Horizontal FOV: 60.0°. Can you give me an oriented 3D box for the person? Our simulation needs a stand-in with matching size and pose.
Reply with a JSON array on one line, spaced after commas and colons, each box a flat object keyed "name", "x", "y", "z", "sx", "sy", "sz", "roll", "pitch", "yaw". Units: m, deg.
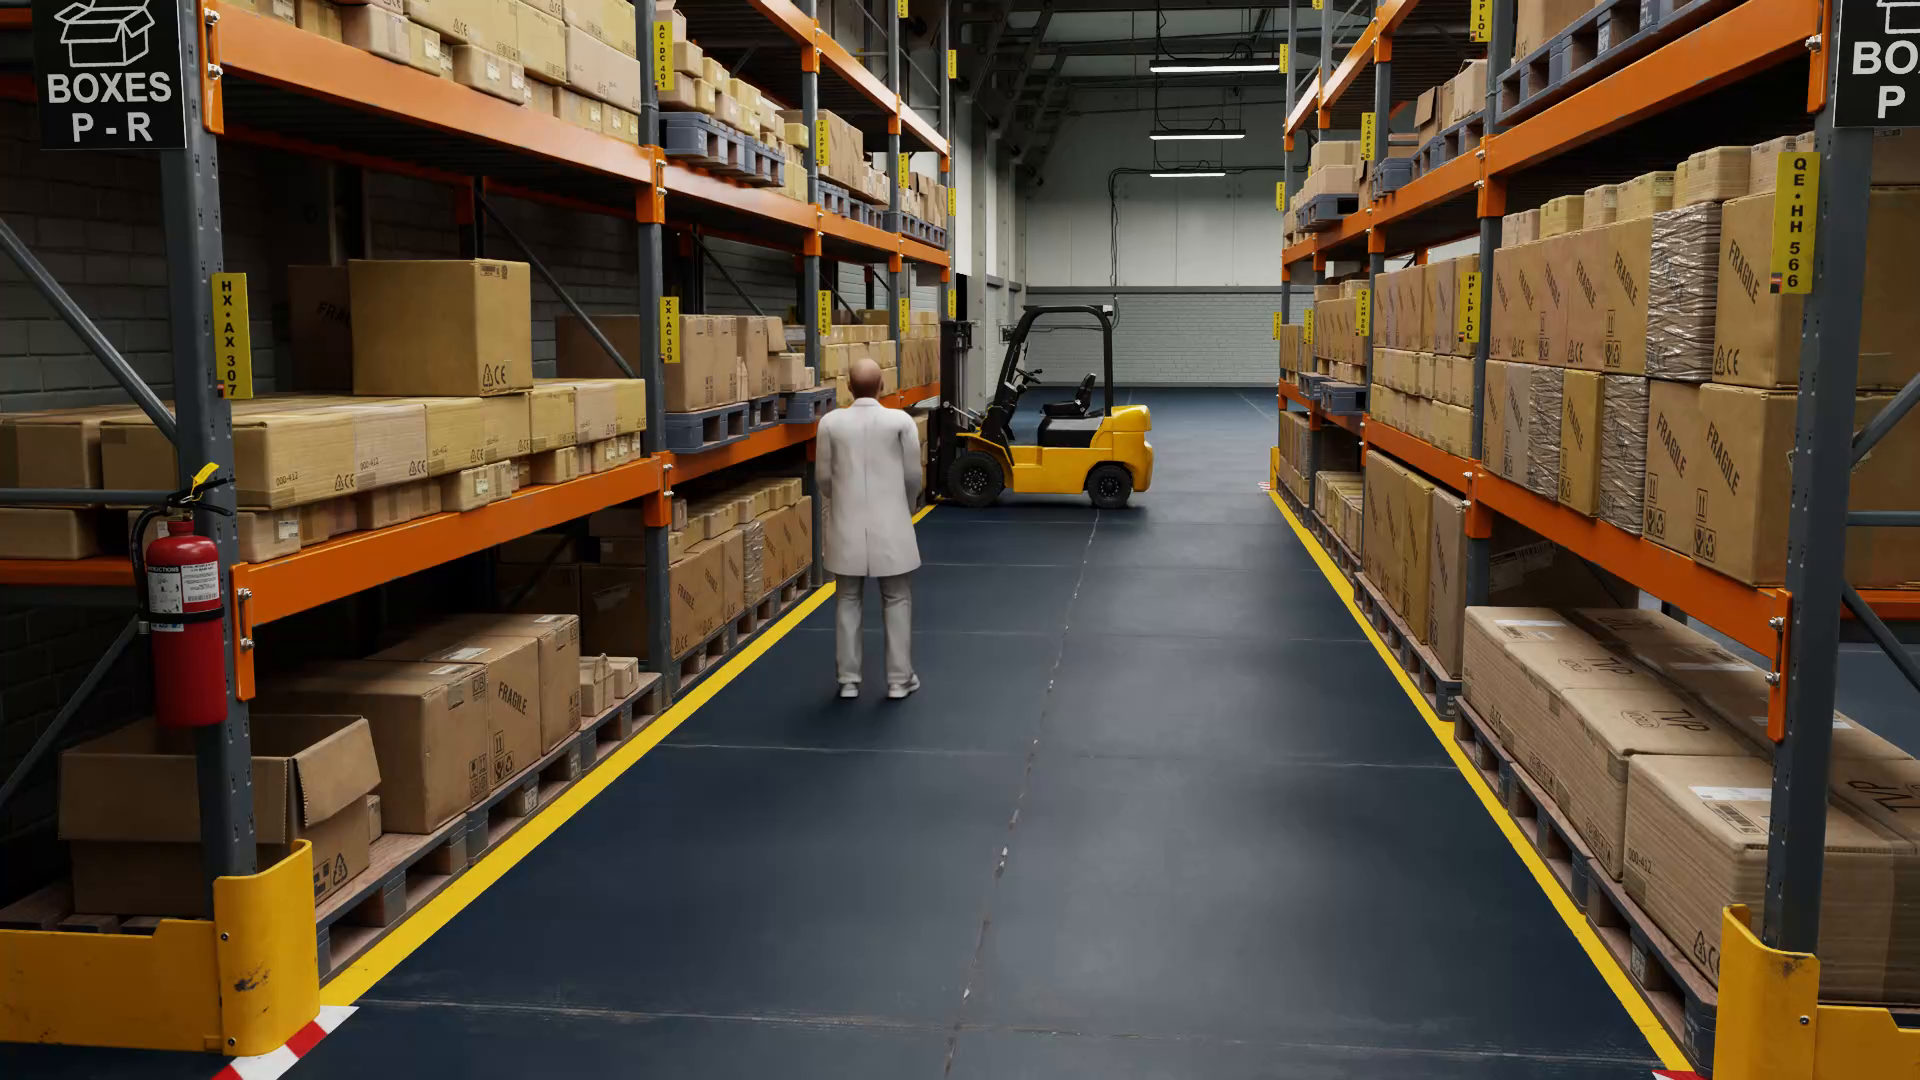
[{"name": "person", "x": -0.472, "y": -0.070, "z": 8.846, "sx": 0.569, "sy": 1.783, "sz": 0.489, "roll": 1, "pitch": 7, "yaw": 4}]
